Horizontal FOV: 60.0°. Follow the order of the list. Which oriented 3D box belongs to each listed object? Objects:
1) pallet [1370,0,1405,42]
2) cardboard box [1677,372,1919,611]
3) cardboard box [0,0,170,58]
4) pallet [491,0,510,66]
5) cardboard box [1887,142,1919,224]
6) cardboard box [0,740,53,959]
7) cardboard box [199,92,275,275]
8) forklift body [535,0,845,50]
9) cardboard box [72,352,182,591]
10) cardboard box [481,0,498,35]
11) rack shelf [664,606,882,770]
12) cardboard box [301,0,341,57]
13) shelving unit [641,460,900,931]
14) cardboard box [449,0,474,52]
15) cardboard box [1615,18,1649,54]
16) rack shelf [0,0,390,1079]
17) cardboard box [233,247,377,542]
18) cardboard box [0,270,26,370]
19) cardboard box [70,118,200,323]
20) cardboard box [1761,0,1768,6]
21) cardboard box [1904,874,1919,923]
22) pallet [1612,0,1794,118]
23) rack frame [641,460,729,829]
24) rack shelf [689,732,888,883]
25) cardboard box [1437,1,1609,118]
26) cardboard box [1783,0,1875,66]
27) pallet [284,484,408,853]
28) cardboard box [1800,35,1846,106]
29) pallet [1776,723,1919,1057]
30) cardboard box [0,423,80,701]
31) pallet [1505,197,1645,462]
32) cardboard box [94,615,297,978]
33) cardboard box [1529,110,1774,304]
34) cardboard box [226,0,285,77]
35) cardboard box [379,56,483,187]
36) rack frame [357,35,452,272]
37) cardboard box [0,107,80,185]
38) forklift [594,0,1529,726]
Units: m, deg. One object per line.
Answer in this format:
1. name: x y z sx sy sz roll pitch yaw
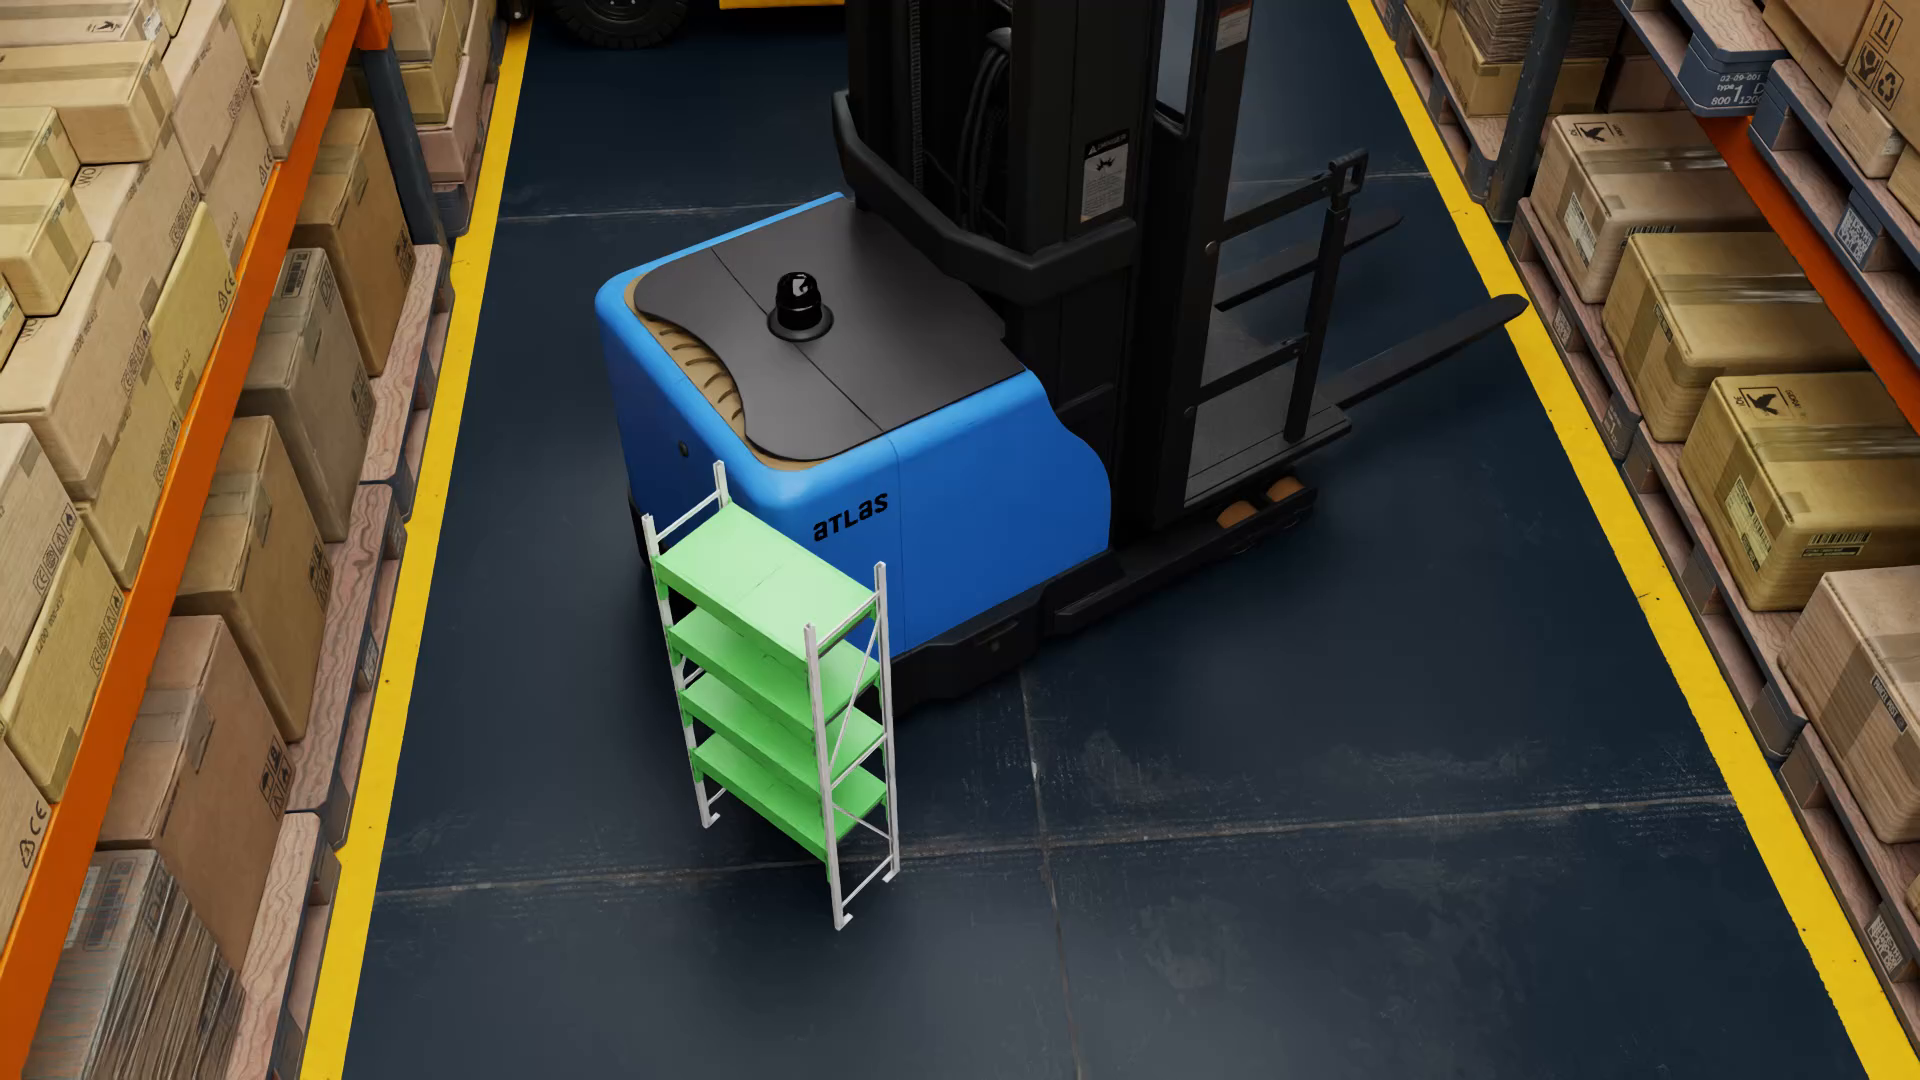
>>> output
1. pallet: 2.348 -2.727 7.688 1.003 0.211 1.213 -3 47 -3
2. cardboard box: 2.714 -0.156 4.853 0.950 0.372 0.625 -2 47 -2
3. cardboard box: -2.015 -1.114 3.724 0.380 0.149 0.250 -3 47 -3
4. pallet: -2.532 -2.517 7.489 1.003 0.211 1.213 -3 47 -3
5. cardboard box: 2.409 -0.821 3.845 0.380 0.149 0.250 -5 47 -5
6. cardboard box: -1.860 0.596 2.723 0.500 0.250 0.500 -3 47 -3
7. cardboard box: -2.040 -0.889 4.129 0.500 0.250 0.500 -3 47 -3
8. forklift body: -0.760 -3.354 6.946 2.313 2.155 1.214 -3 47 -3
9. cardboard box: -1.948 -0.140 3.420 0.500 0.250 0.500 -5 47 -5
10. cardboard box: -2.229 -2.320 6.985 0.500 0.250 0.500 -3 47 -3
11. rack shelf: -0.429 0.293 3.903 0.480 0.148 0.258 31 54 26
12. cardboard box: -2.099 -1.613 4.815 0.500 0.250 0.500 -3 47 -2
13. shelving unit: -0.429 0.414 4.031 0.503 1.200 0.258 31 54 26
14. cardboard box: -2.179 -2.117 6.449 0.500 0.250 0.500 -4 47 -4
15. cardboard box: 2.764 -2.218 6.373 0.500 0.500 0.500 -1 47 -1
16. rack shelf: -2.234 -0.319 3.982 1.077 0.370 4.000 -3 47 -3
17. cardboard box: -2.289 -0.402 4.912 0.875 0.625 0.625 -4 47 -4
18. cardboard box: -1.956 -0.371 3.020 0.380 0.149 0.250 -3 47 -3
19. cardboard box: -1.995 -0.686 3.592 0.500 0.250 0.500 -3 47 -3
20. cardboard box: 2.388 -1.575 4.560 0.380 0.149 0.250 -1 47 -1
21. cardboard box: 2.842 0.926 3.828 0.950 0.372 0.625 -6 47 -6
22. pallet: 2.463 -1.690 4.917 1.003 0.211 1.213 -3 47 -3
23. rack frame: -0.617 0.301 4.139 0.015 1.200 0.240 31 54 26
24. rack shelf: -0.429 0.623 4.252 0.480 0.148 0.258 31 54 26
25. cardboard box: 2.227 -1.928 6.615 0.500 0.250 0.500 -2 47 -1
26. cardboard box: 2.368 -1.521 4.062 0.500 0.500 0.500 -4 47 -4
27. pallet: -2.196 0.361 4.763 1.003 0.211 1.213 -3 47 -3
28. cardboard box: 2.386 -1.207 4.211 0.380 0.149 0.250 -3 47 -3
29. pallet: 2.815 0.970 4.186 1.003 0.211 1.213 -3 47 -3
30. cardboard box: -1.901 0.062 2.884 0.500 0.250 0.500 -2 47 -2
31. pallet: 2.611 -0.796 5.858 1.003 0.211 1.213 -3 47 -3
32. cardboard box: -2.168 0.628 3.935 0.875 0.625 0.625 -2 47 -2
33. cardboard box: 2.591 -1.179 5.822 0.950 0.372 0.625 -3 47 -3
34. cardboard box: -2.056 -1.422 4.290 0.500 0.250 0.500 -5 47 -4
35. cardboard box: -2.112 -1.582 6.287 0.500 0.250 0.500 -3 47 -3
36. rack frame: -2.402 -2.013 5.091 1.000 3.000 0.127 -3 47 -3
37. cardboard box: -2.037 -0.741 3.370 0.380 0.149 0.250 -3 47 -3
38. forklift: 0.518 -1.260 4.425 3.031 2.935 1.130 -26 52 -23
